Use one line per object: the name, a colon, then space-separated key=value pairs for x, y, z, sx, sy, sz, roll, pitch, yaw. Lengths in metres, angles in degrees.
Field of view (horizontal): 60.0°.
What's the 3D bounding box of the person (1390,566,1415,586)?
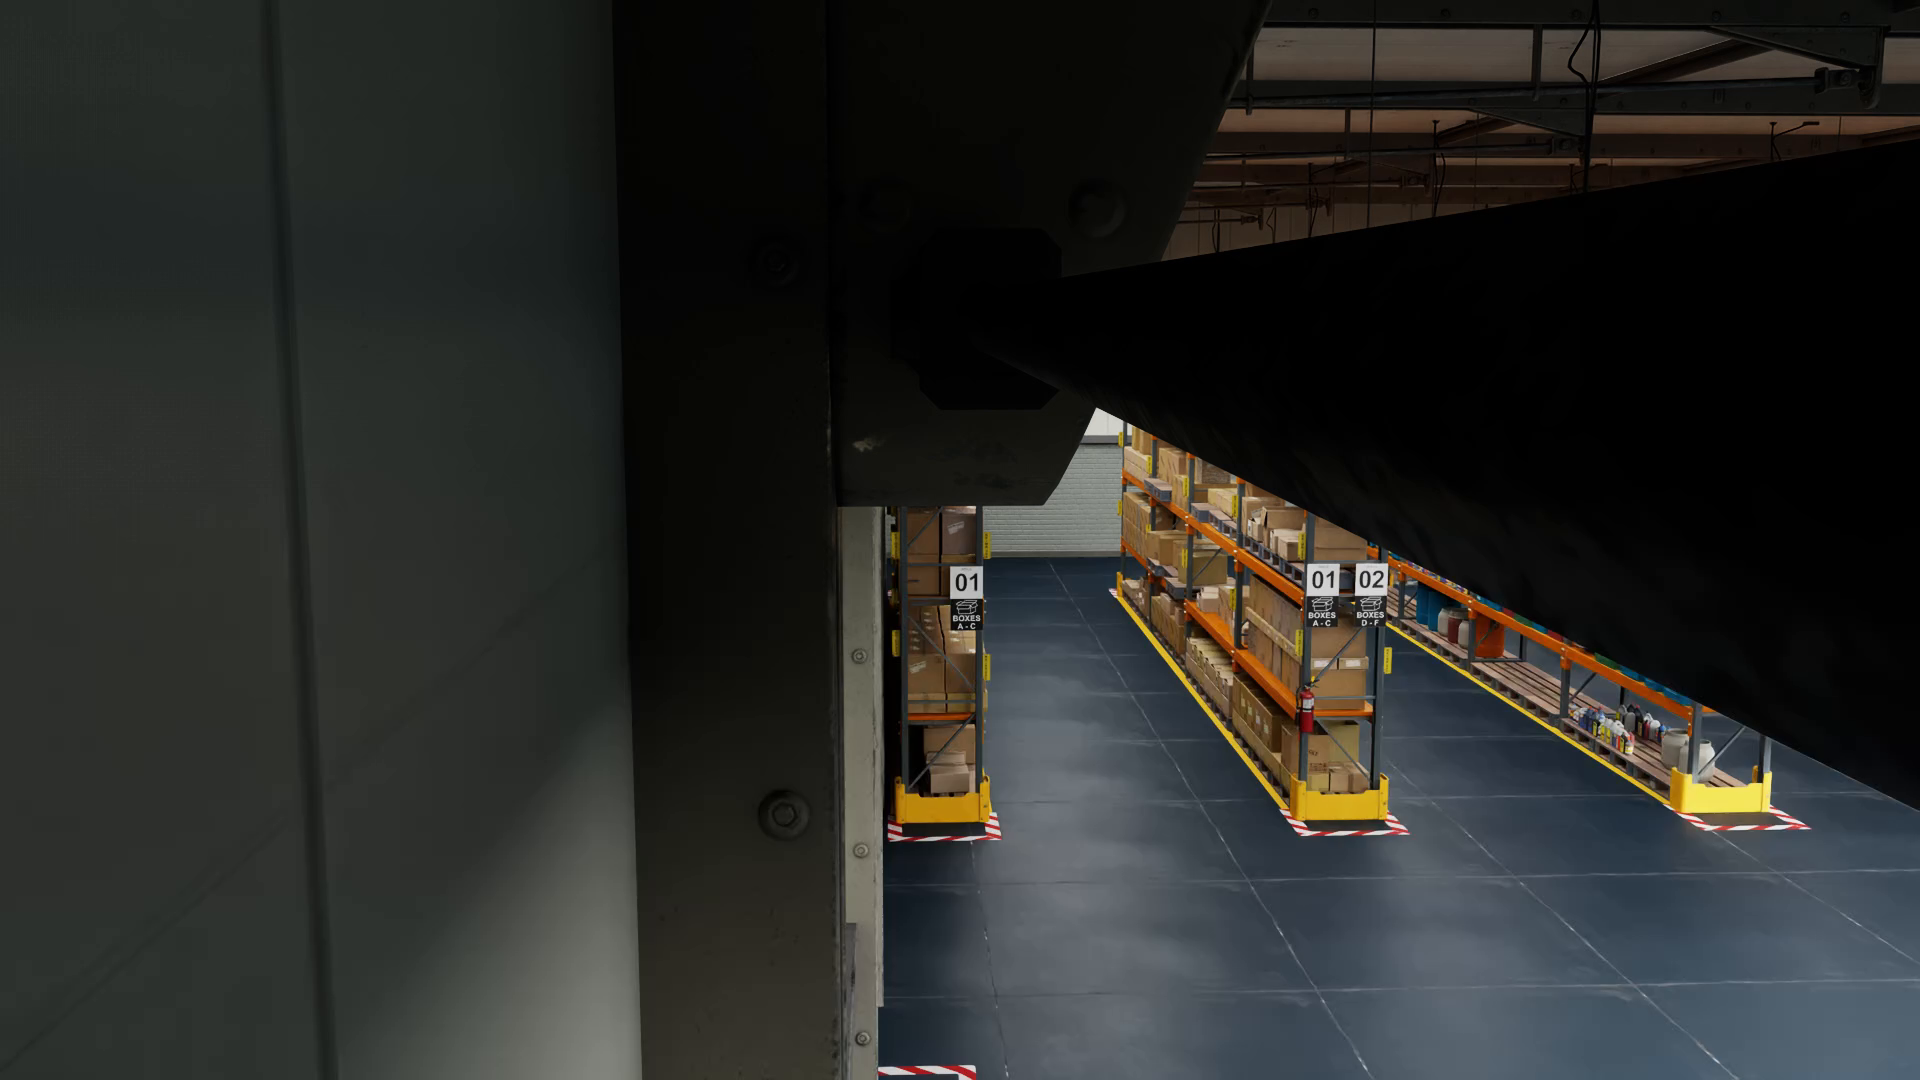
person: x=9.905 y=0.222 z=37.696 sx=0.951 sy=1.629 sz=0.467 roll=6 pitch=10 yaw=37
